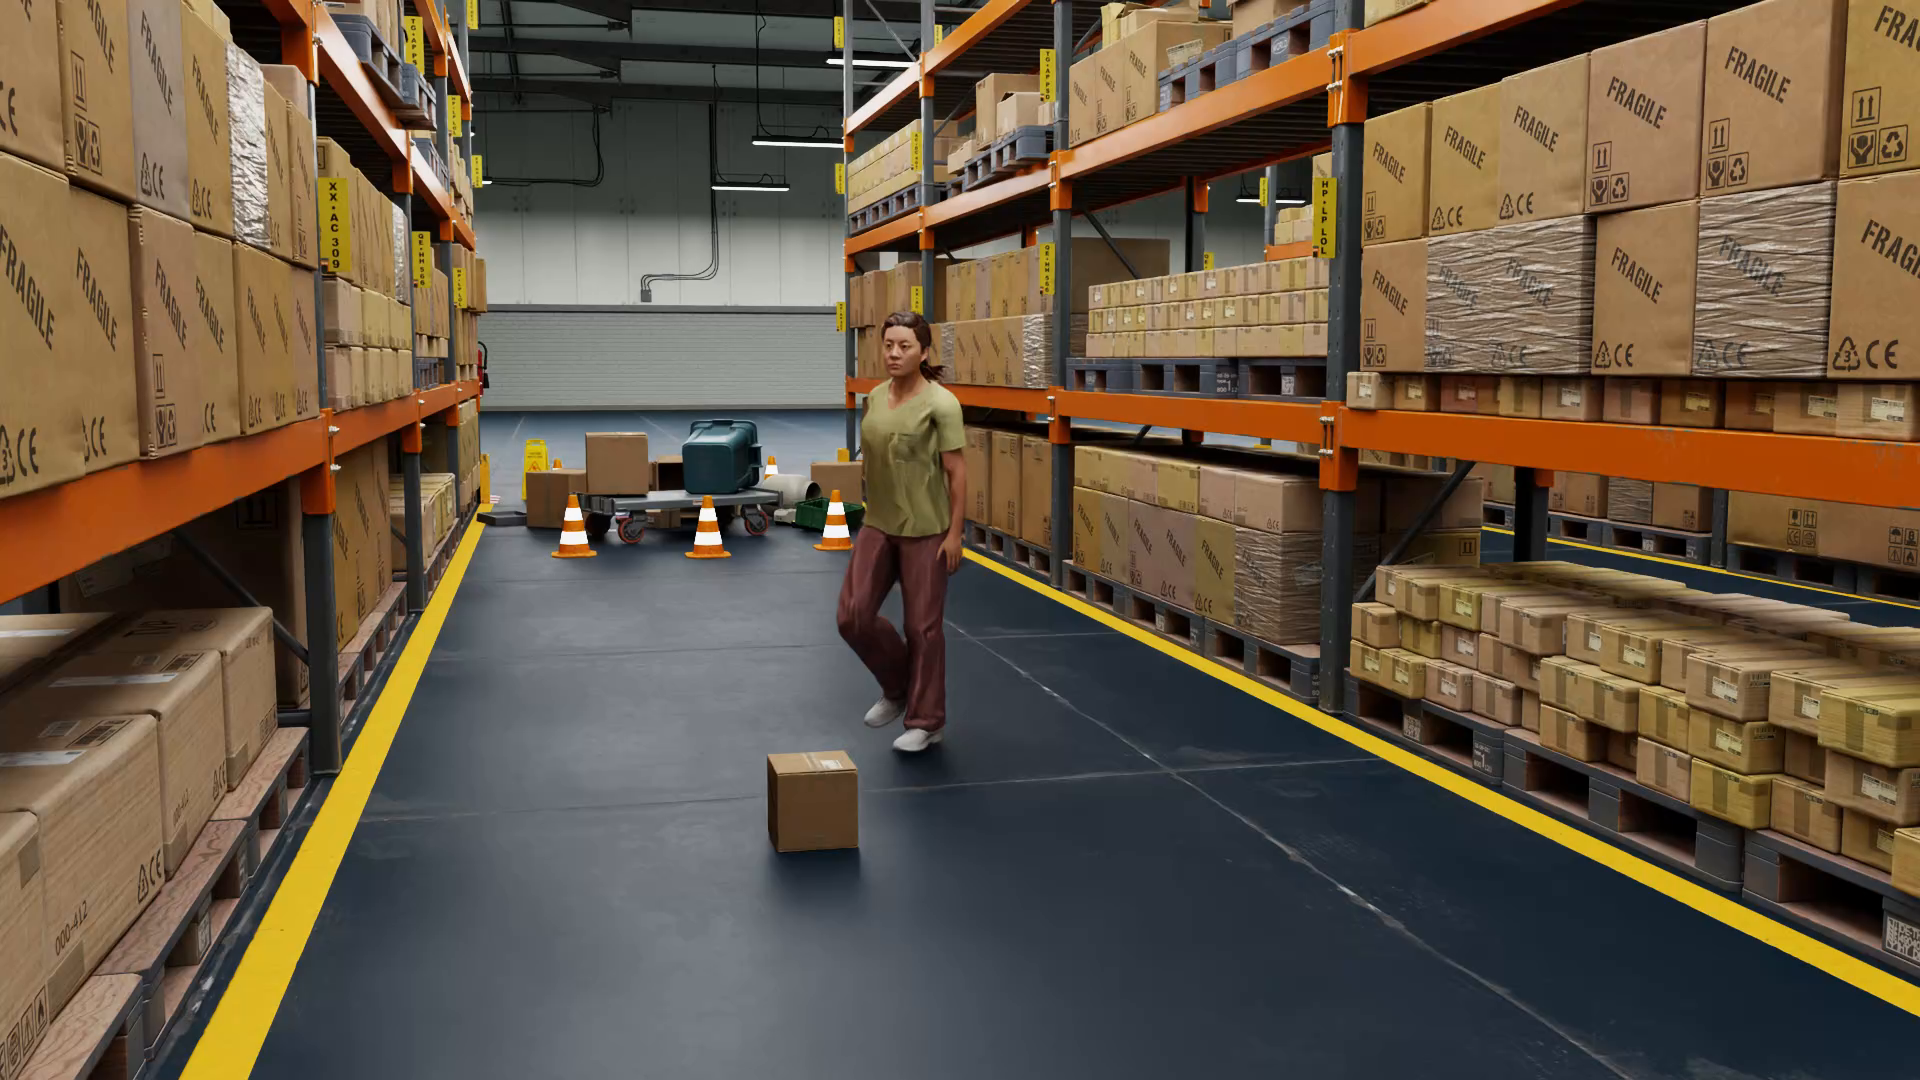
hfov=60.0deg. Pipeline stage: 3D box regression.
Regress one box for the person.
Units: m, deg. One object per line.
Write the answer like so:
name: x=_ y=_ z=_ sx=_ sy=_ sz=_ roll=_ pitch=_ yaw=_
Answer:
person: x=-0.183 y=-0.023 z=6.273 sx=0.496 sy=1.660 sz=0.465 roll=4 pitch=7 yaw=32
